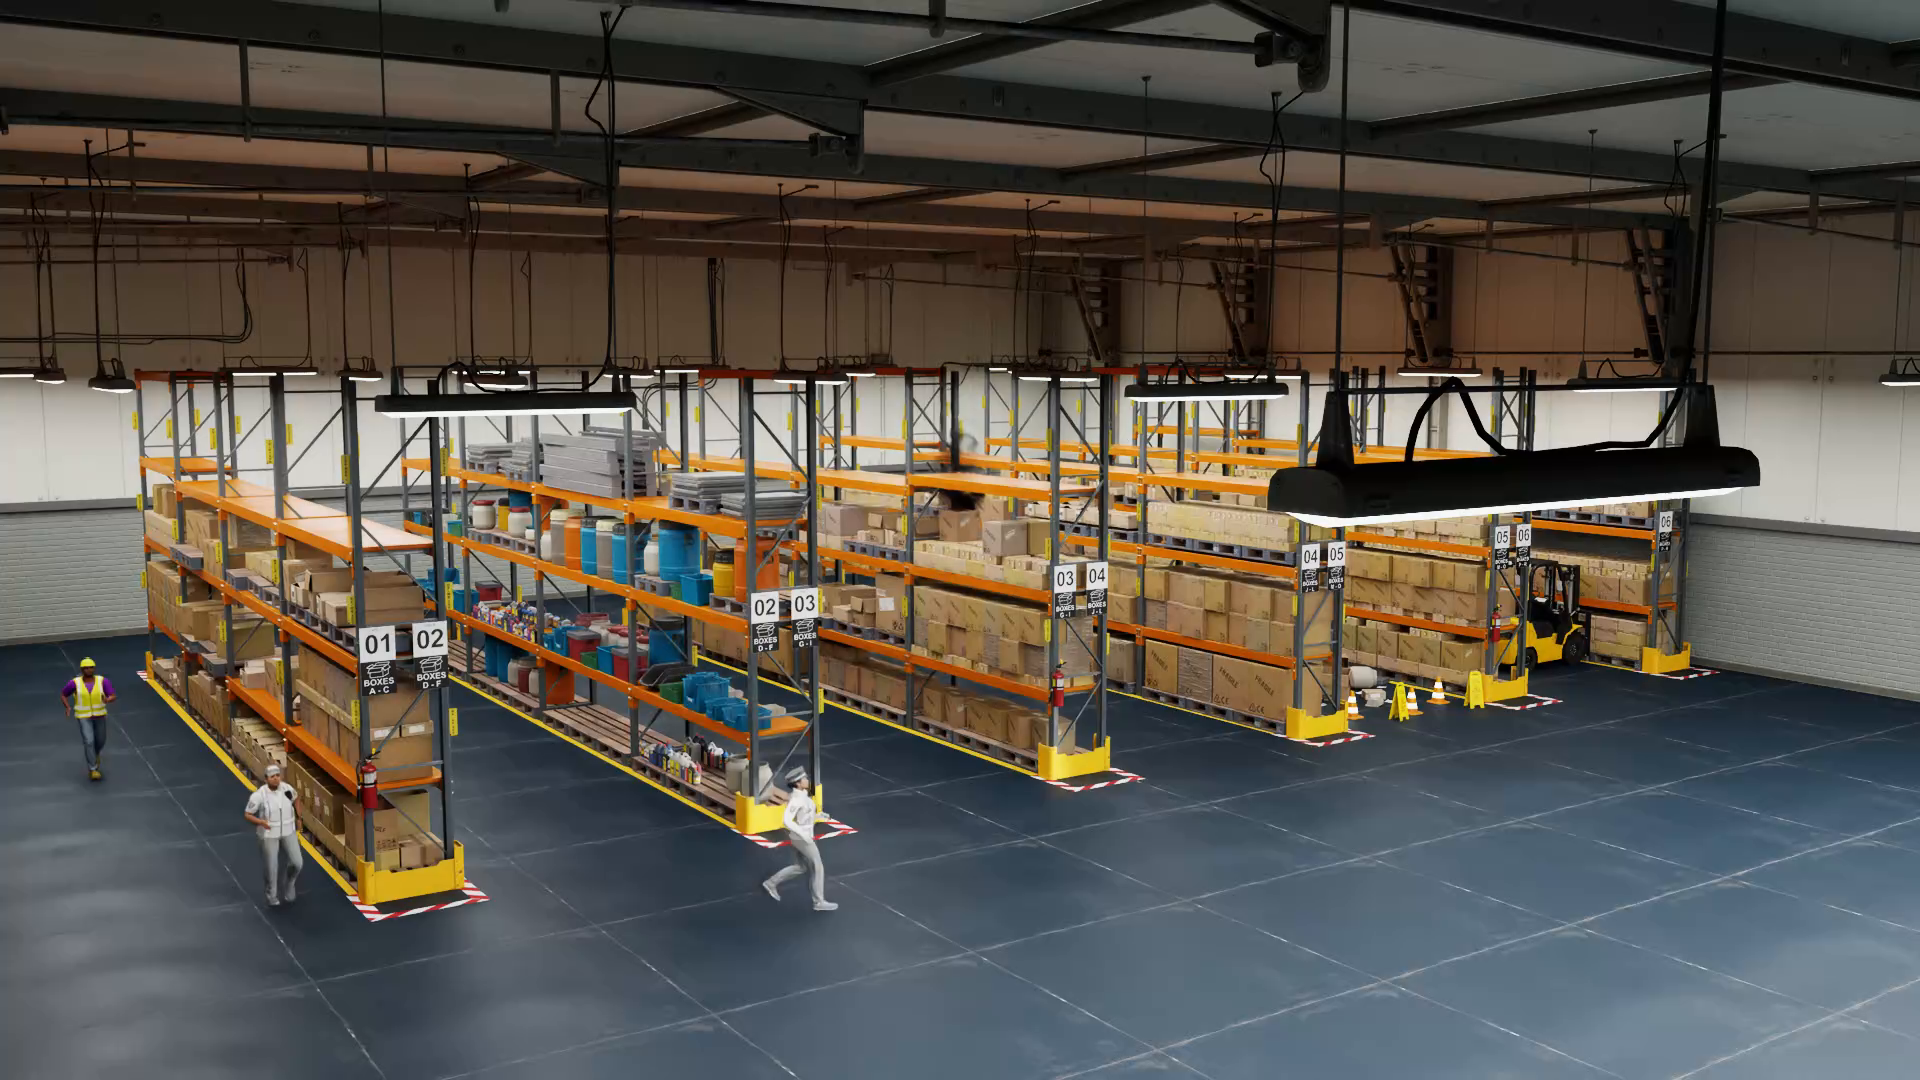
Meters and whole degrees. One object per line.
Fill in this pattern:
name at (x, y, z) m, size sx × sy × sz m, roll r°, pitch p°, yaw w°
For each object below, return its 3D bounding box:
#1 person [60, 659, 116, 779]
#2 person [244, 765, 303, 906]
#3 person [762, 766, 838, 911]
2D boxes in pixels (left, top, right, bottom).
person at (-13.009, 2.641, 24.888) m, size 0.710 × 1.745 × 0.968 m, roll -5°, pitch 8°, yaw -38°
person at (-7.784, 3.373, 18.978) m, size 0.666 × 1.639 × 0.548 m, roll -5°, pitch 8°, yaw -39°
person at (-1.817, 3.375, 18.819) m, size 0.861 × 1.668 × 0.625 m, roll -1°, pitch 6°, yaw -6°
